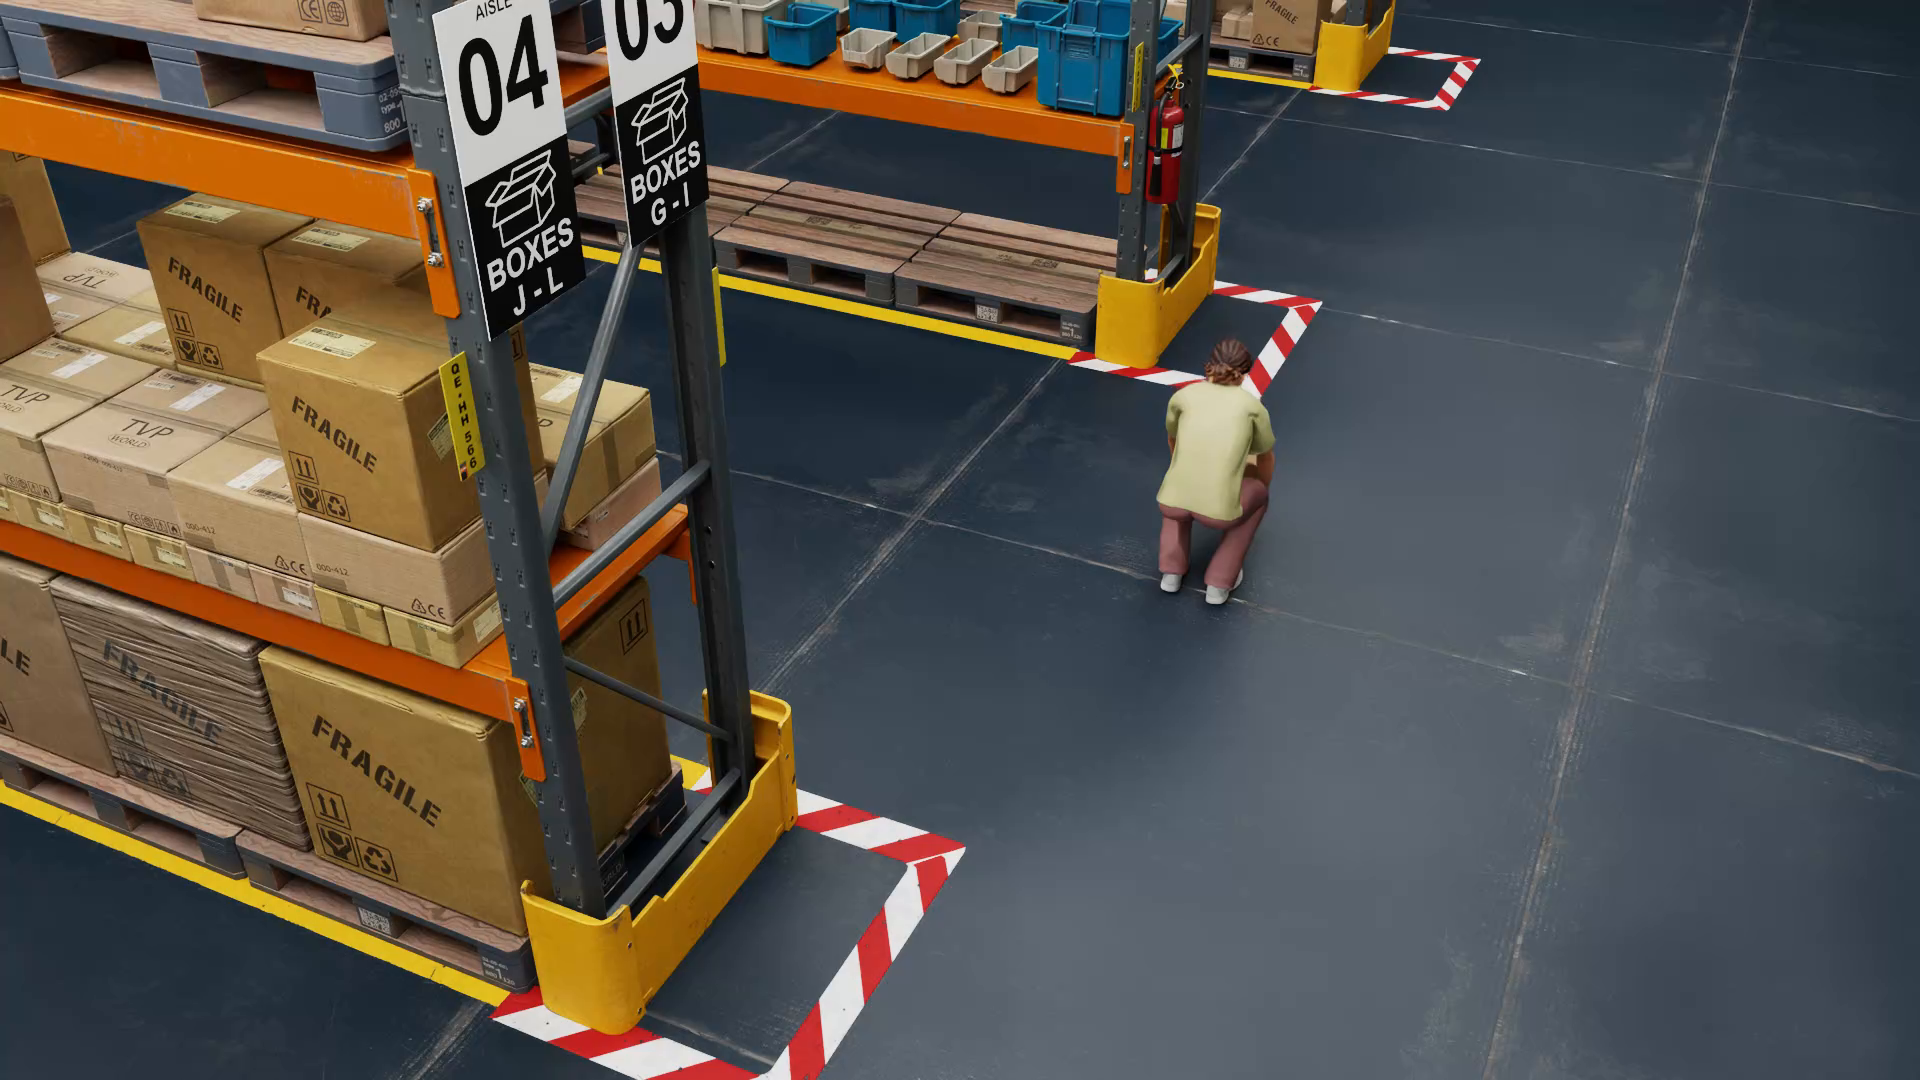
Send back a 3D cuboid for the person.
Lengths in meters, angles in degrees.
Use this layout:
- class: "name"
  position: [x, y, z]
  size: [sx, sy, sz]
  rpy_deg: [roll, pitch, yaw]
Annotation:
- class: "person"
  position: [1.071, -0.286, 7.172]
  size: [0.494, 1.009, 0.766]
  rpy_deg: [14, 36, 20]
